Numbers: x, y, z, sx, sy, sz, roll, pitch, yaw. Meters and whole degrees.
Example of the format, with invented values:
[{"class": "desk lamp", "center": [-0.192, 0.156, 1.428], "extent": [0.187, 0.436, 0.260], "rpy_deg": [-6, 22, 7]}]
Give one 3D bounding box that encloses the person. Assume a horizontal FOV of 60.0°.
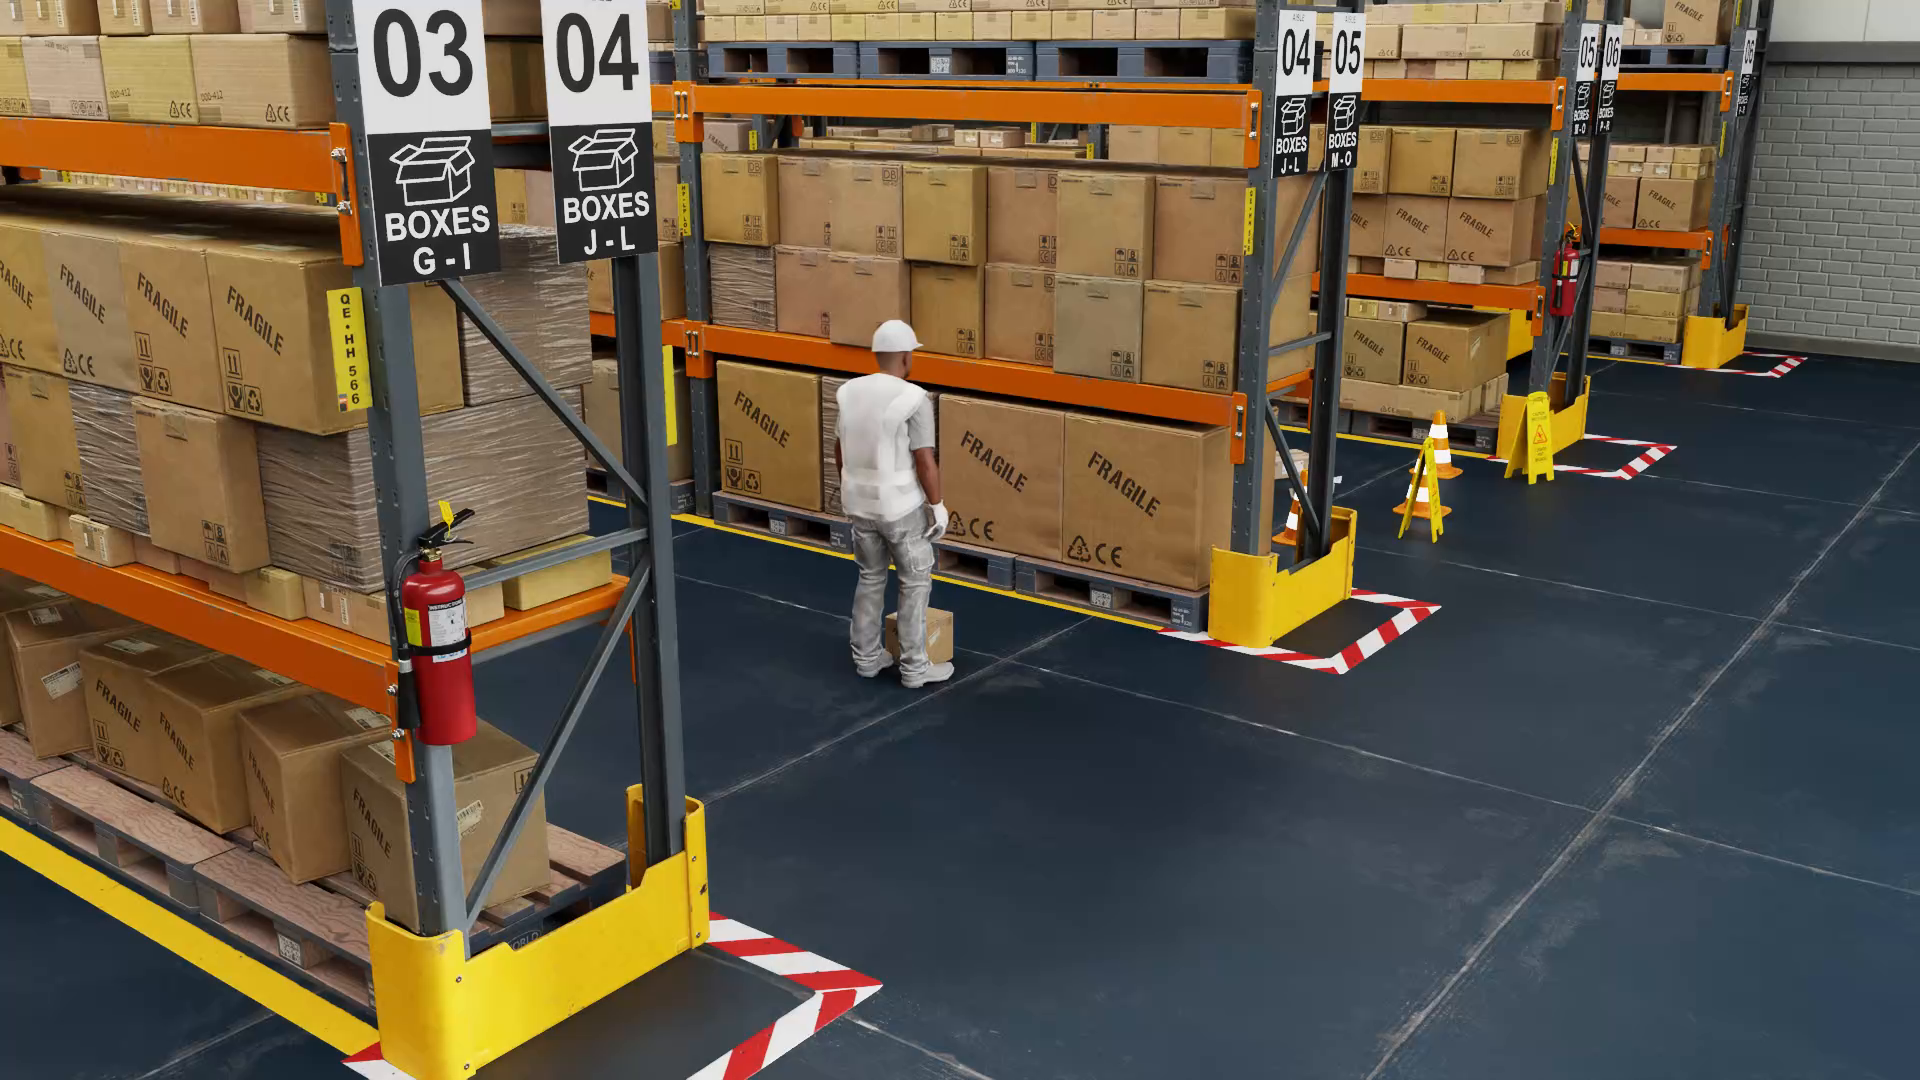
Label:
[{"class": "person", "center": [-0.332, -0.176, 8.116], "extent": [0.617, 1.774, 0.450], "rpy_deg": [12, 20, 35]}]
